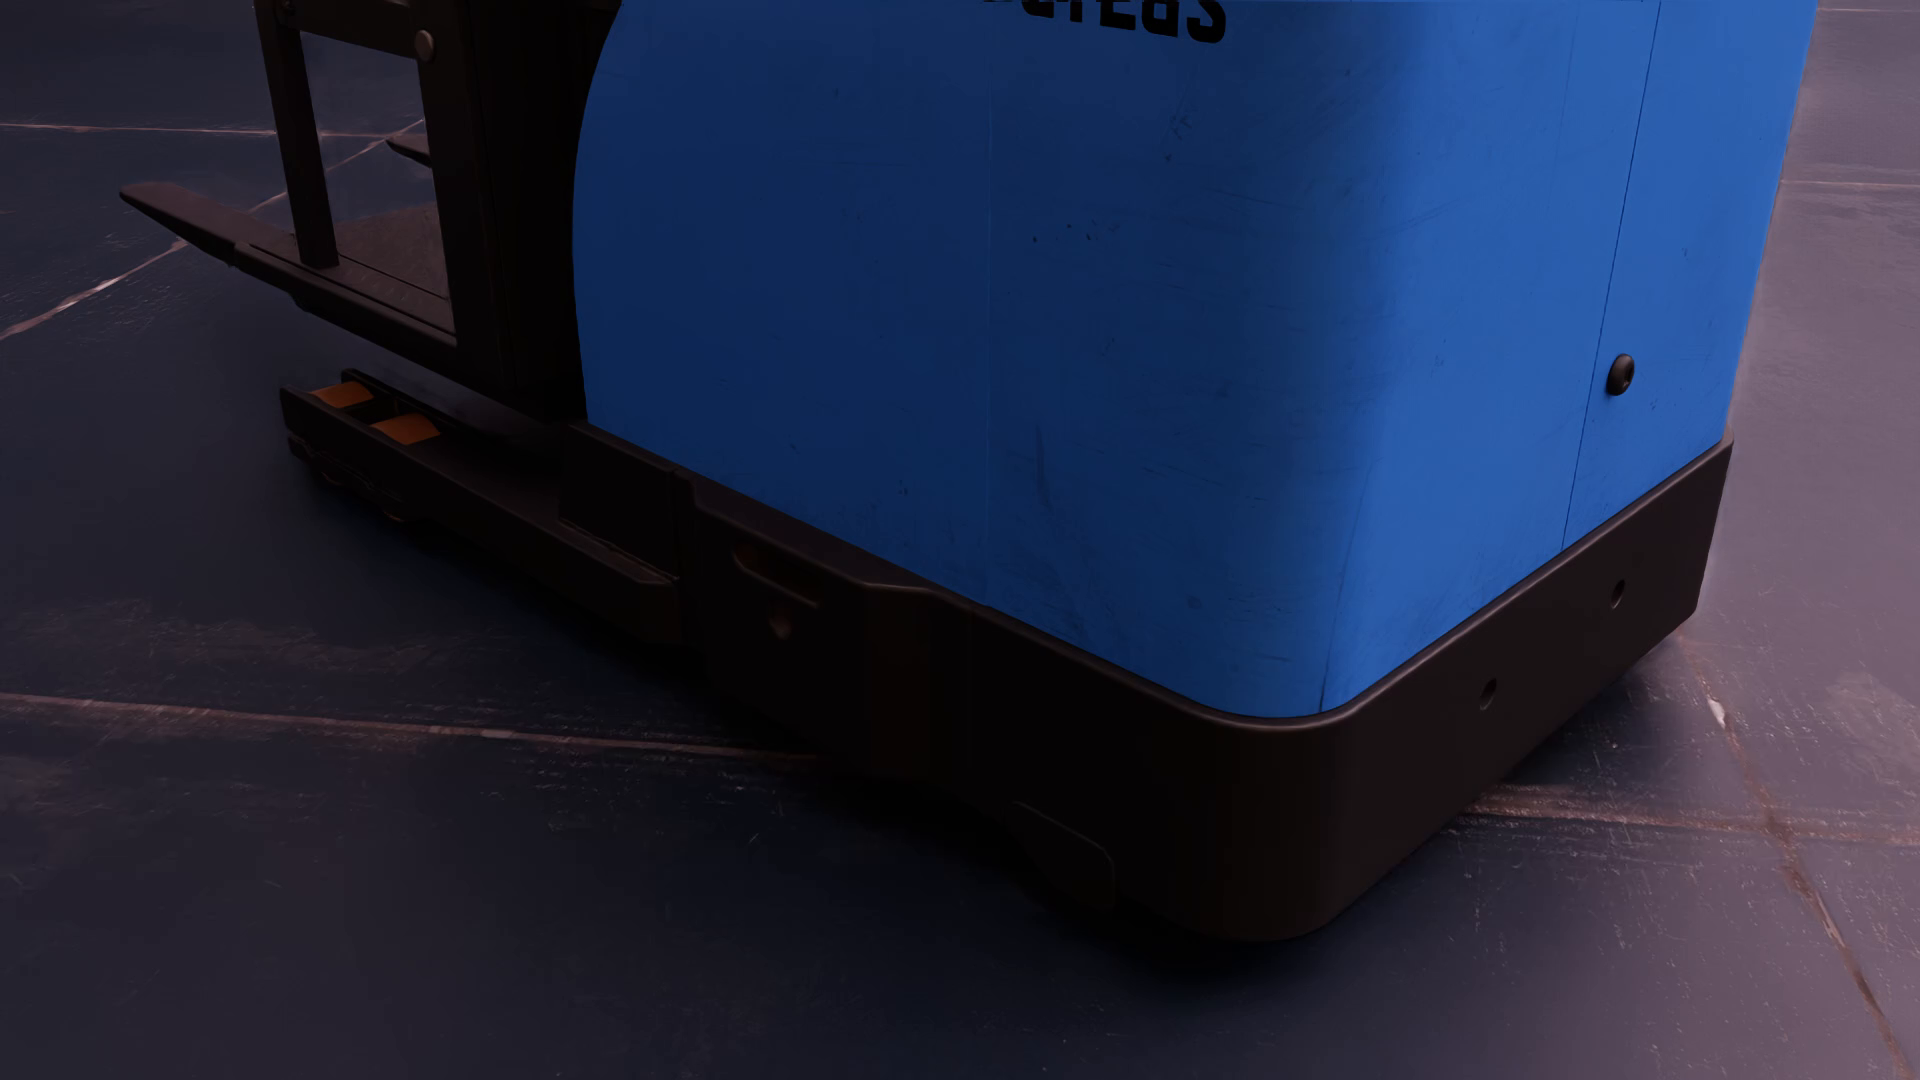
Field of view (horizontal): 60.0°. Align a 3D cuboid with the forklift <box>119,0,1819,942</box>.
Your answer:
[{"bbox_3d":[-0.439,-1.485,2.193,3.031,2.935,1.130,23,35,39],"label":"forklift"}]
